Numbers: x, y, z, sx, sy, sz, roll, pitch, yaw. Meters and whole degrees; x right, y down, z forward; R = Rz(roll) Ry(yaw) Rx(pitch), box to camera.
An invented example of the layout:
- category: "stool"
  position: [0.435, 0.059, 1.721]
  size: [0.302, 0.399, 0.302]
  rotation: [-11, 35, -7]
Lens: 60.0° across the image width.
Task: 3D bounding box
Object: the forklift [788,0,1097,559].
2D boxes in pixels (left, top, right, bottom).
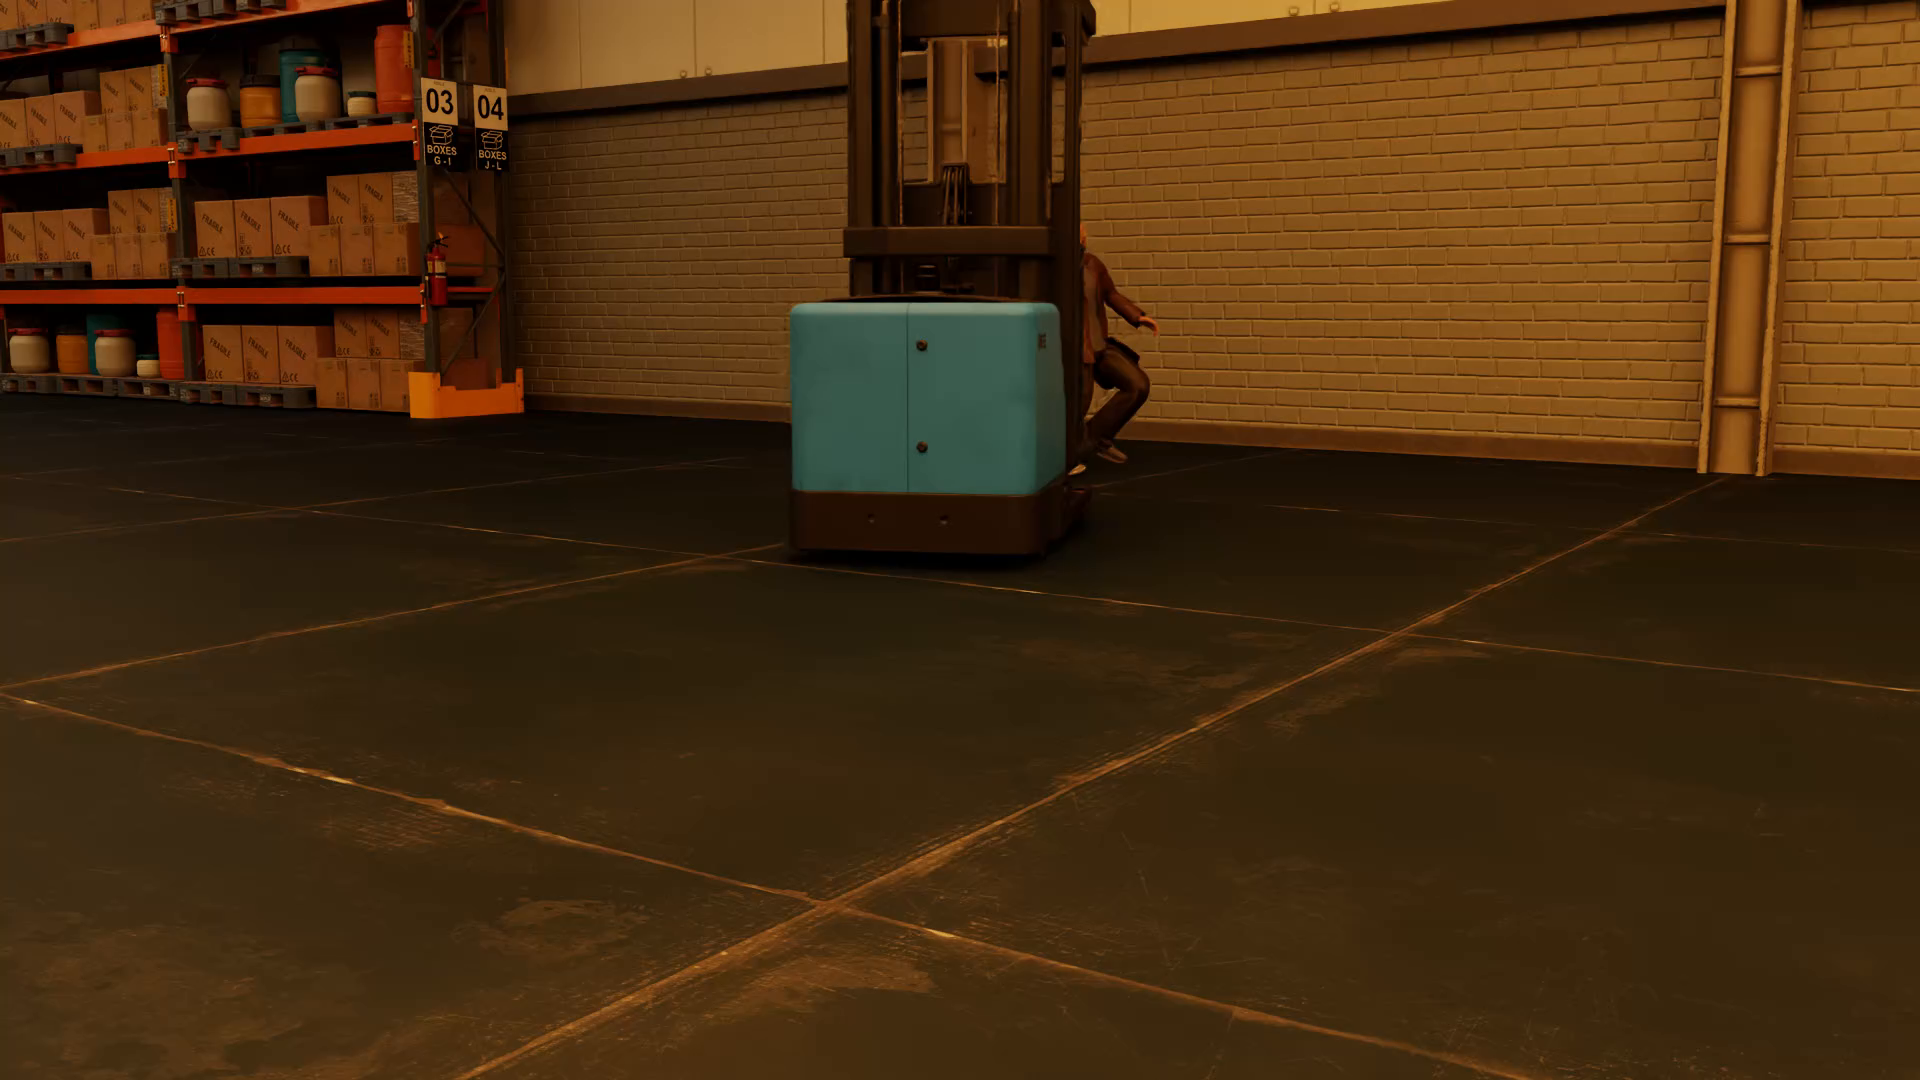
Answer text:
- category: "forklift"
  position: [0.062, -1.540, 8.022]
  size: [1.130, 2.935, 3.031]
  rotation: [1, 8, 10]

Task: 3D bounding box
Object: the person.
- category: "person"
  position: [0.857, -1.243, 10.619]
  size: [0.910, 1.610, 0.646]
  rotation: [-7, 11, -41]
